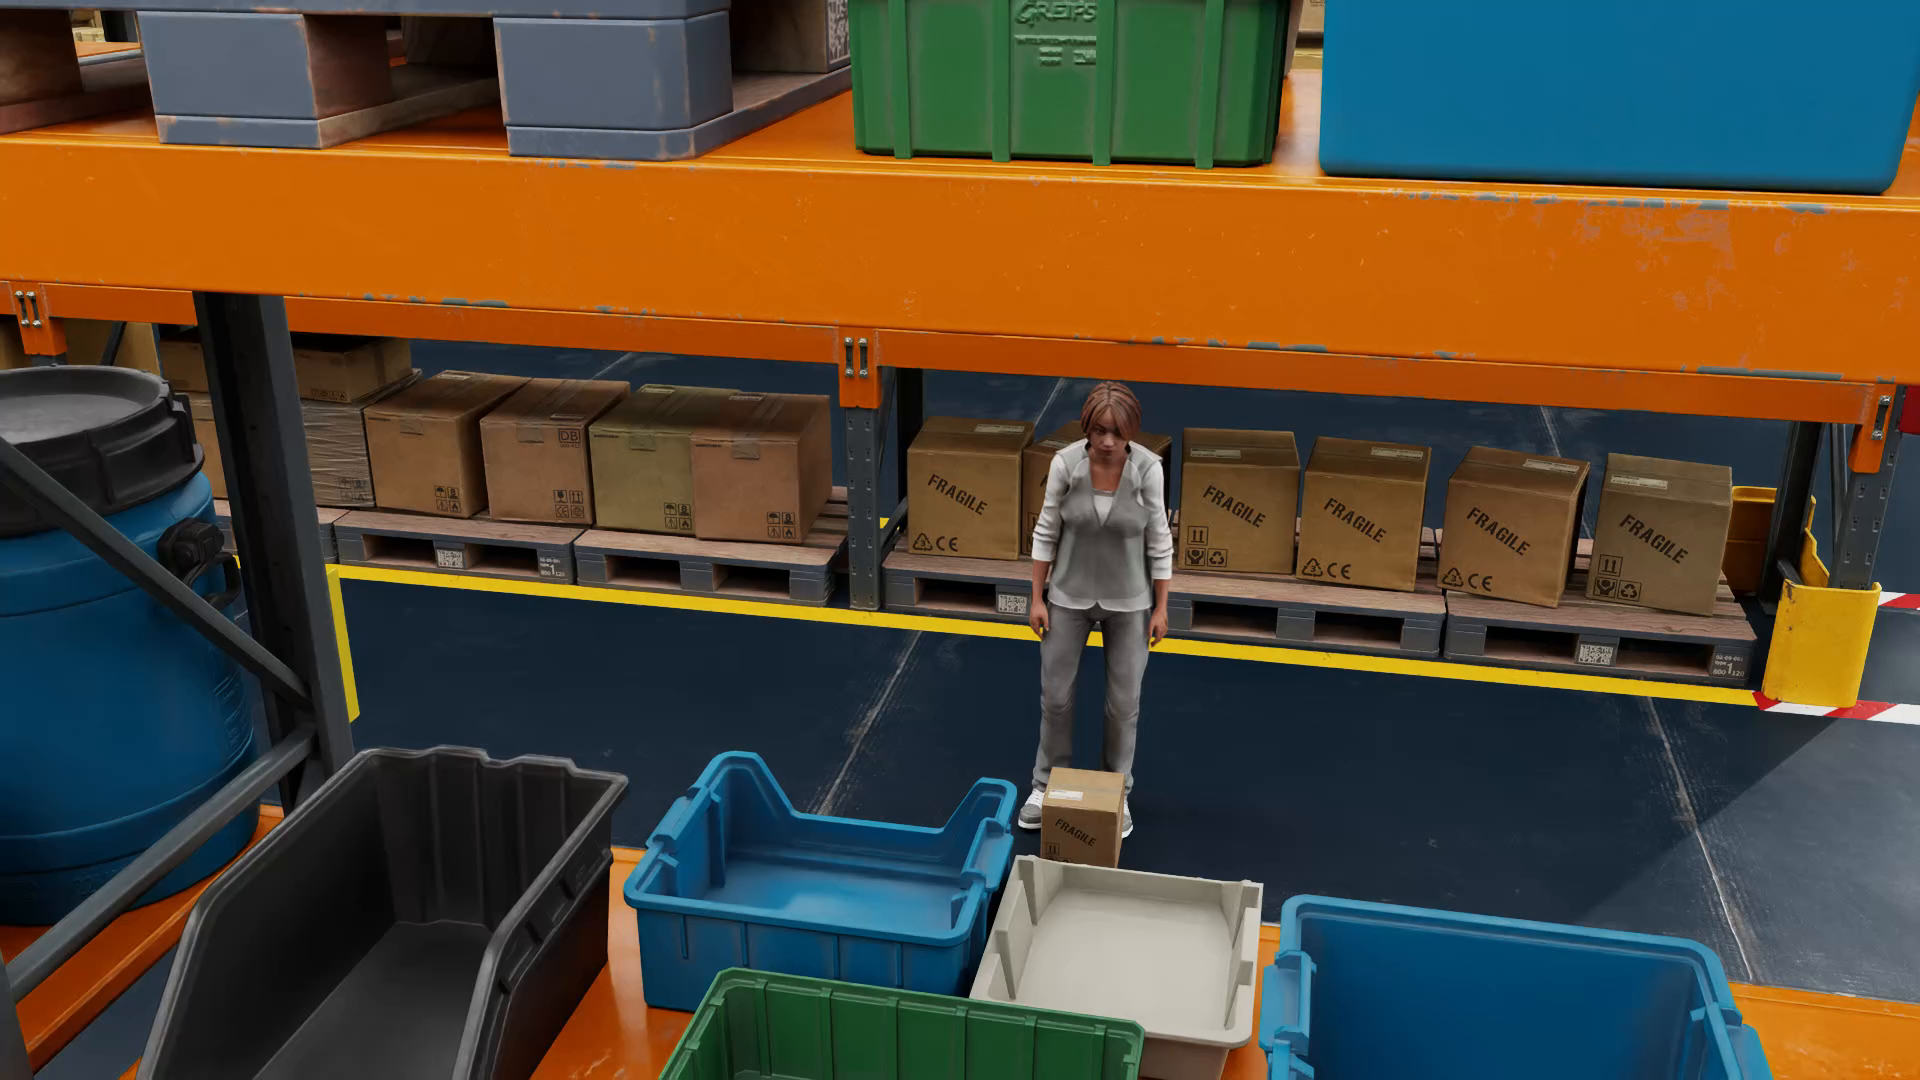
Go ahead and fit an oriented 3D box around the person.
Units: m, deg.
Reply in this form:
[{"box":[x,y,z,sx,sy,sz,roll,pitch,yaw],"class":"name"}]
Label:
[{"box":[-9.022,-2.670,6.837,19.911,6.000,24.290,3,22,8],"class":"person"}]
